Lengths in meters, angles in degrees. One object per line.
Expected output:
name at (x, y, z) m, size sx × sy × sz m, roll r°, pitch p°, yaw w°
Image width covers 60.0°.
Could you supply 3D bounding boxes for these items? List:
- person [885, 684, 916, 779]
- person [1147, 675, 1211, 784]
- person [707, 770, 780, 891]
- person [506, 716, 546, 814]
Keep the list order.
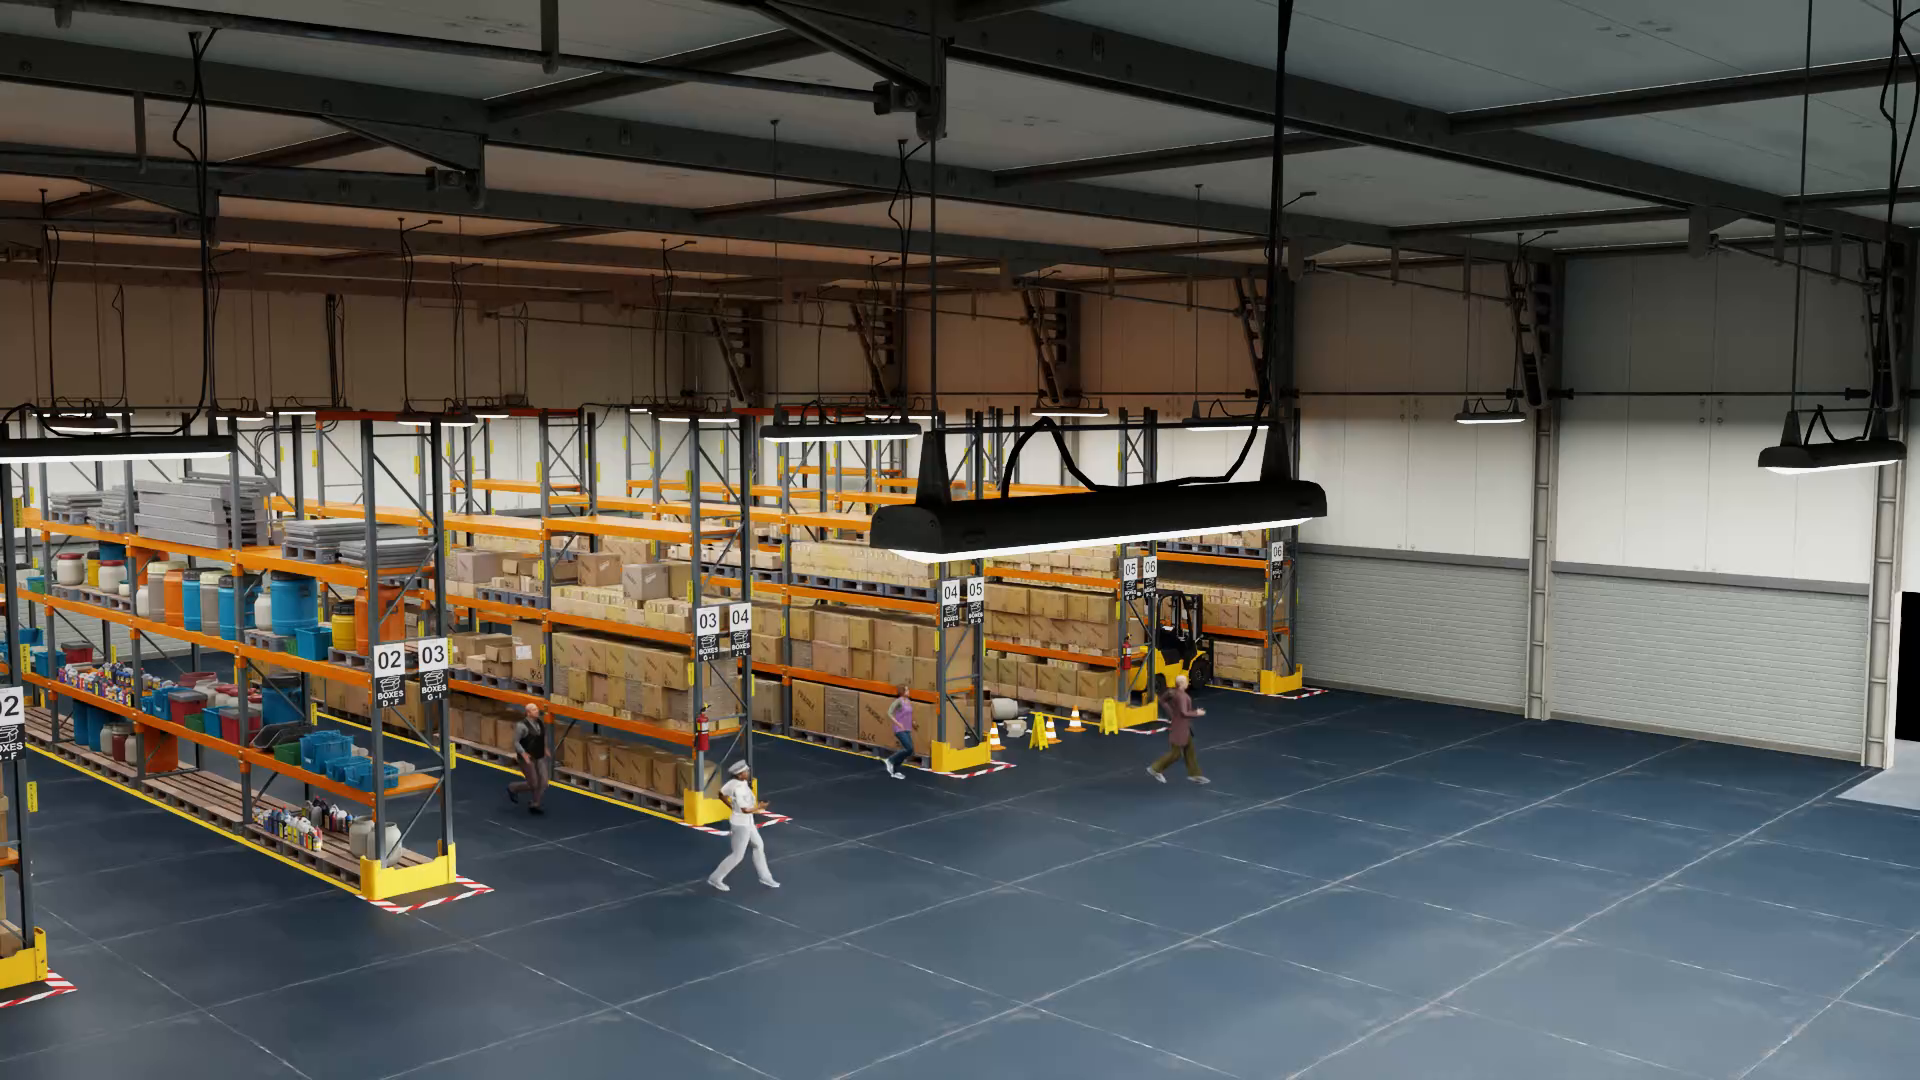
person at (-0.951, 3.139, 27.322) m, size 0.481 × 1.554 × 0.518 m, roll 2°, pitch 6°, yaw 26°
person at (3.527, 3.055, 26.717) m, size 1.054 × 1.792 × 0.710 m, roll 0°, pitch 5°, yaw 0°
person at (-2.745, 3.638, 21.079) m, size 0.935 × 1.665 × 0.583 m, roll -1°, pitch 5°, yaw -12°
person at (-6.526, 3.377, 25.106) m, size 0.622 × 1.484 × 0.647 m, roll 3°, pitch 6°, yaw 30°
